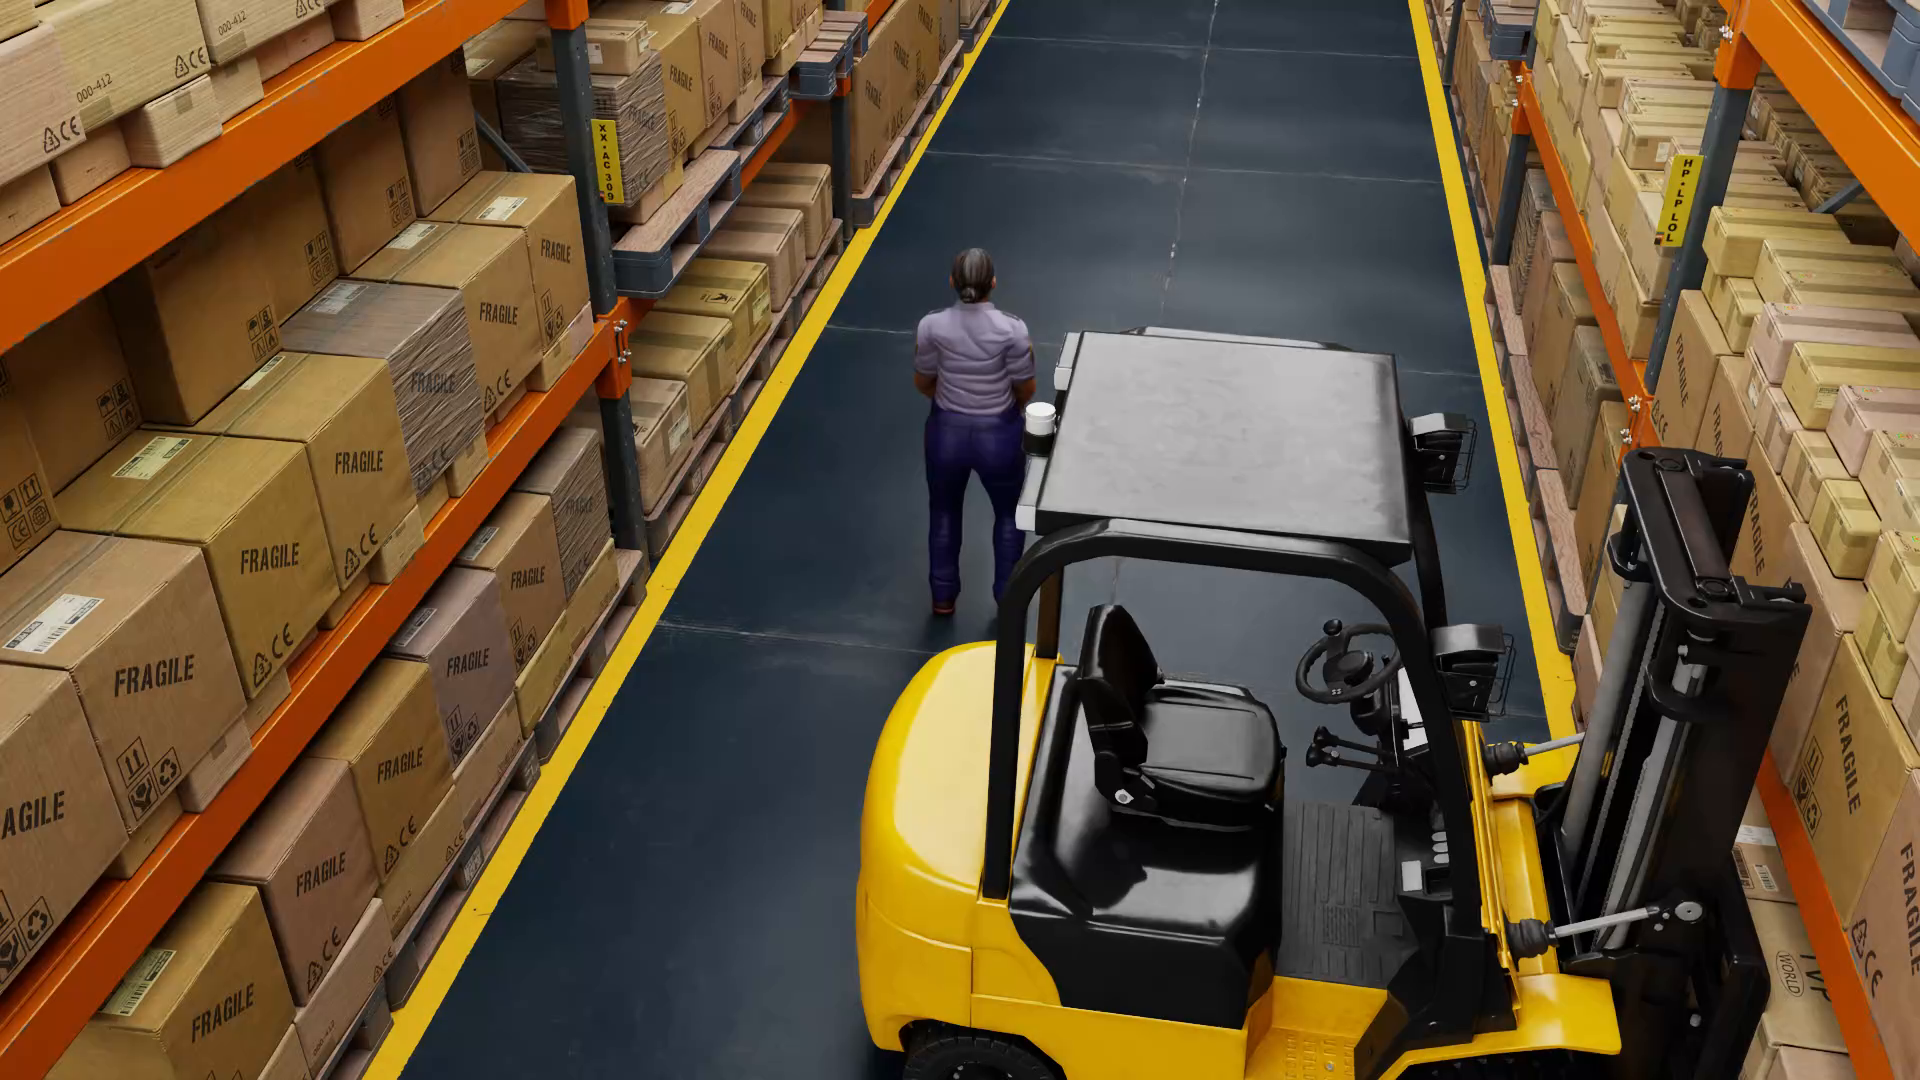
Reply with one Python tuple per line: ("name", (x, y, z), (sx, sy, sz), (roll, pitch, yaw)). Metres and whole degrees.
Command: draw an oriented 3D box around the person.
("person", (0.070, -0.439, 6.828), (0.498, 1.656, 0.450), (5, 33, 8))
